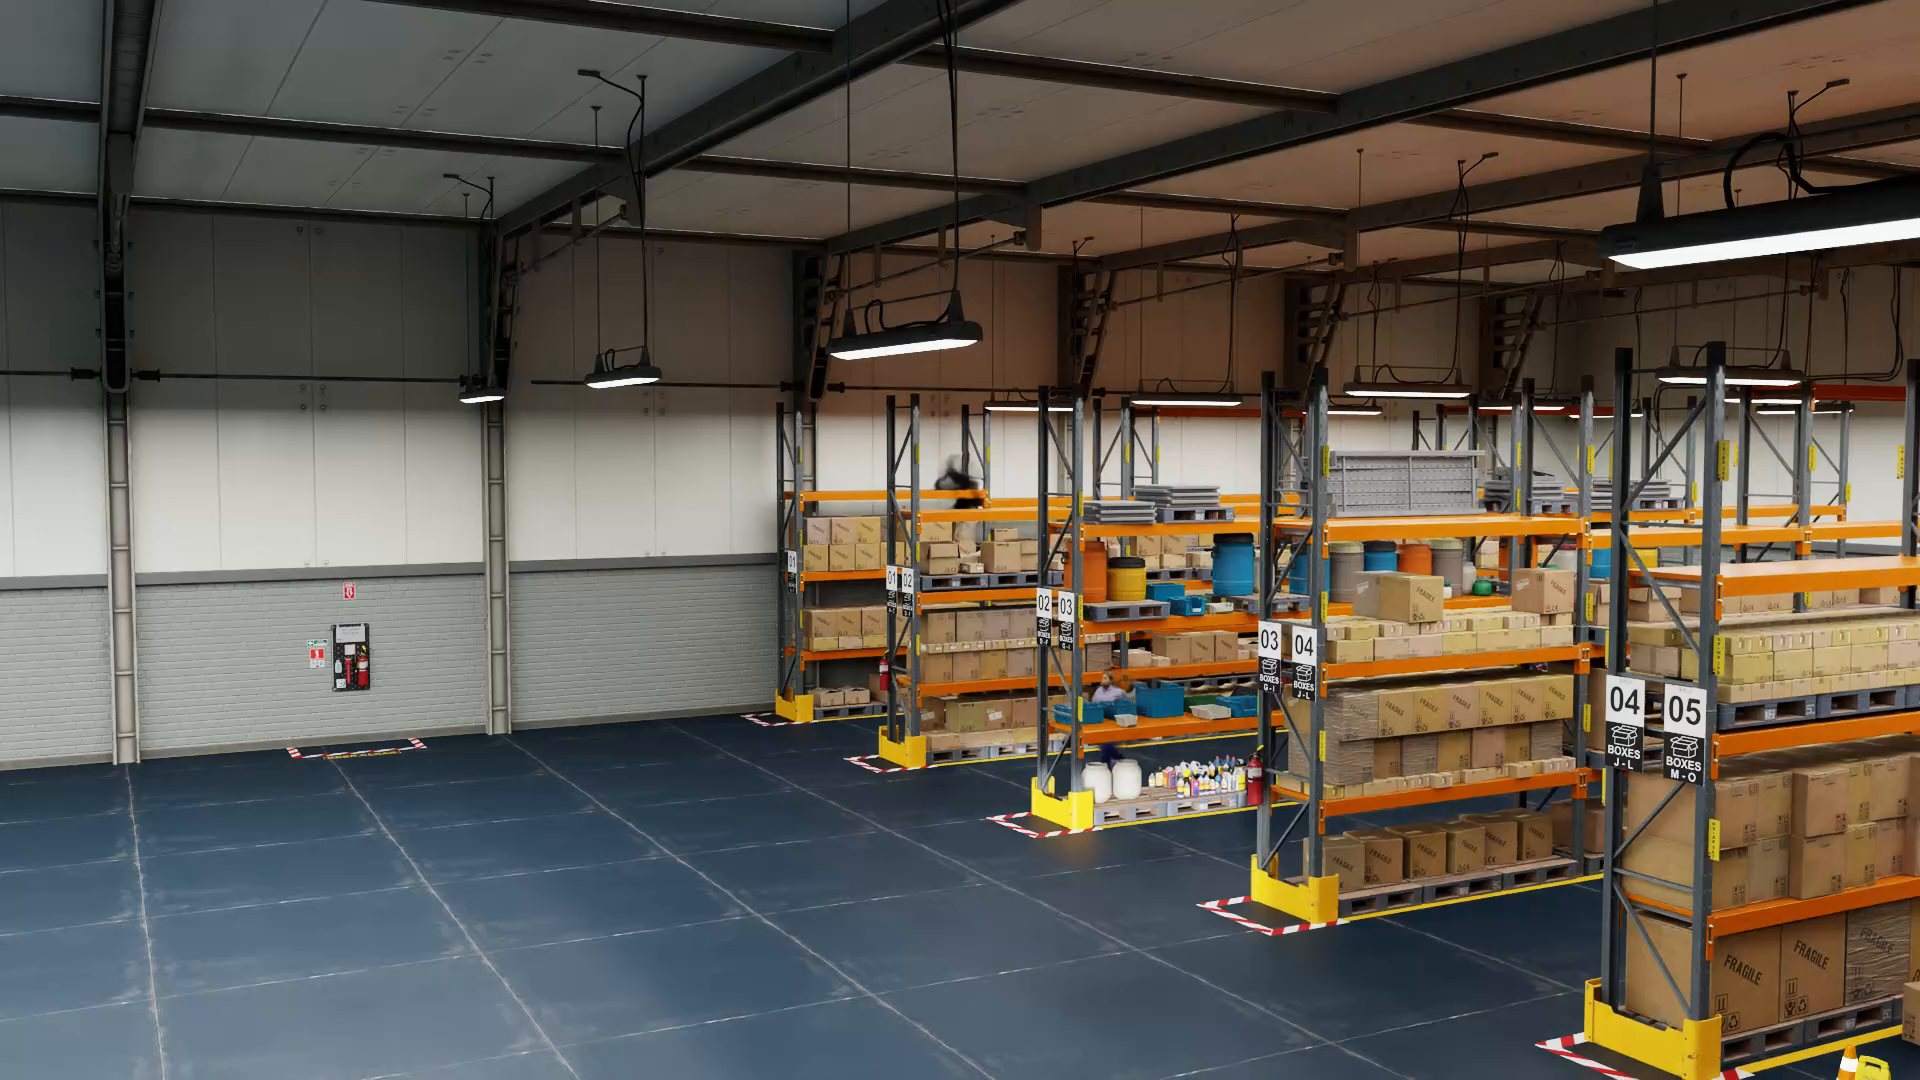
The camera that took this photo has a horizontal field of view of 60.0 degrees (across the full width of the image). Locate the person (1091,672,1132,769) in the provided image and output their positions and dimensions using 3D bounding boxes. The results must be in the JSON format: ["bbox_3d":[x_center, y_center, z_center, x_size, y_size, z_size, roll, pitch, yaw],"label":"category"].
[{"bbox_3d":[2.307,2.869,25.802,0.632,1.642,0.902,3,5,45],"label":"person"}]
